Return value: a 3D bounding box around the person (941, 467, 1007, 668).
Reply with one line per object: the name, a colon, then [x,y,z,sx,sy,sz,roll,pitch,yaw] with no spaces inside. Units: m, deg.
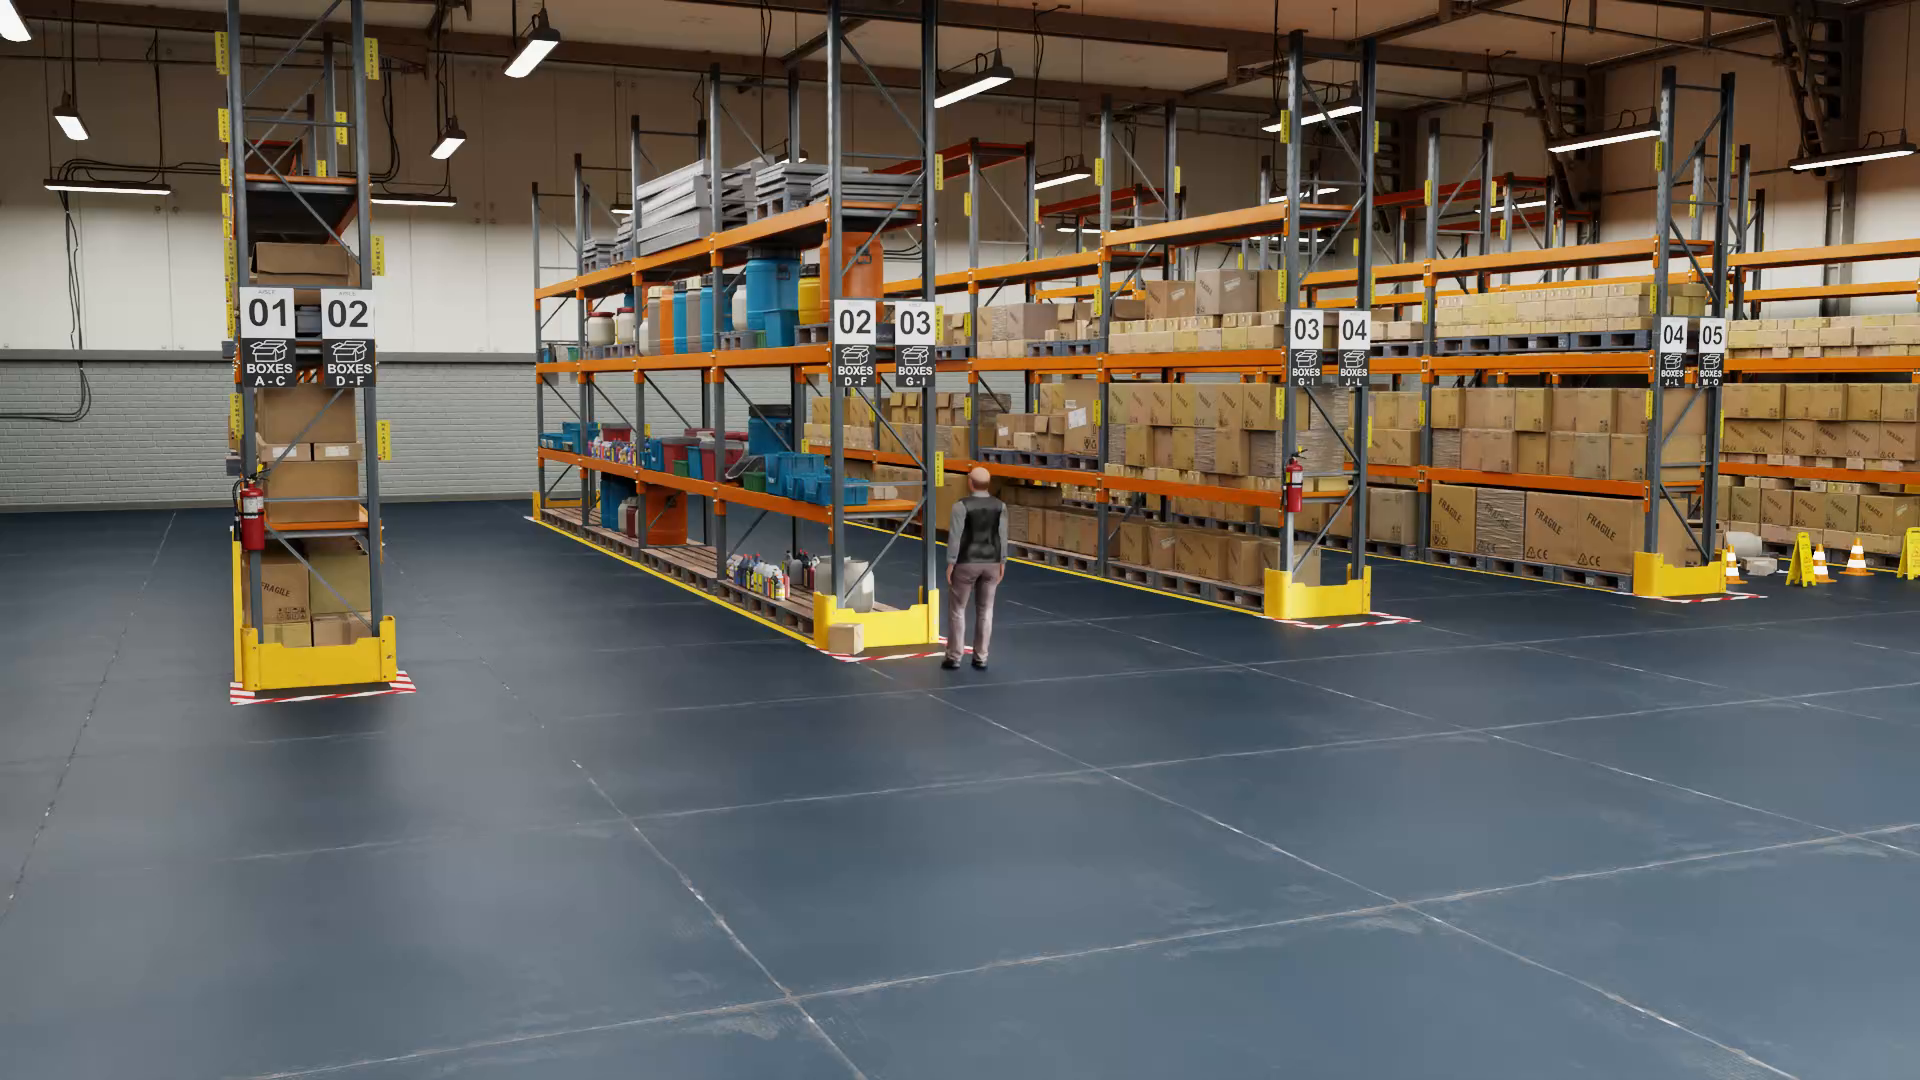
person: [0.128,0.235,14.252,0.566,1.727,0.386,-2,6,-18]
